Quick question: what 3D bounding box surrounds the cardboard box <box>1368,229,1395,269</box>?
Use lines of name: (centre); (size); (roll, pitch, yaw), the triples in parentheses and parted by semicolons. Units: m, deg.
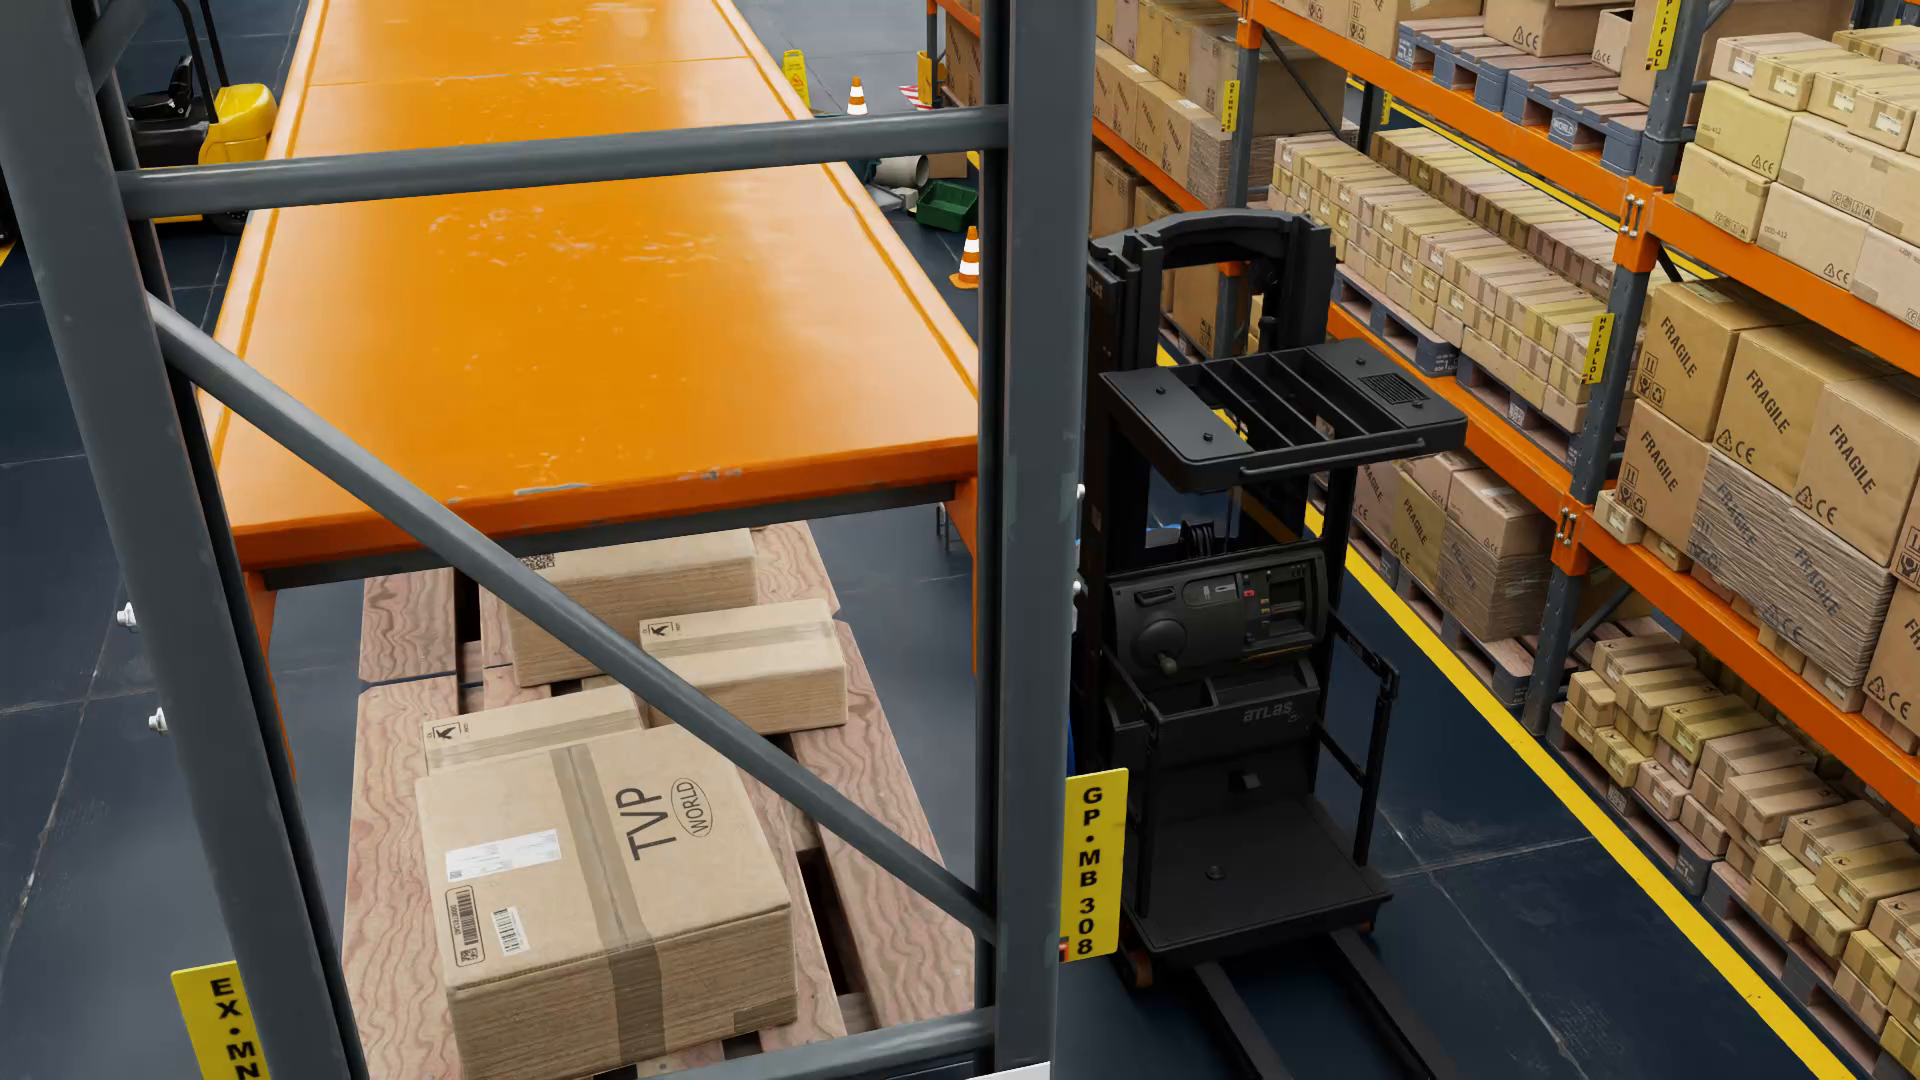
cardboard box: (2.538, -1.660, 9.390); (0.380, 0.149, 0.250); (-8, 31, -14)

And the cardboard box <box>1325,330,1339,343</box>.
cardboard box: (2.344, -1.155, 10.309); (0.500, 0.250, 0.500); (-8, 31, -14)

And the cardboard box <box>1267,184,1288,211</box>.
cardboard box: (2.184, -2.171, 10.568); (0.380, 0.149, 0.250); (-8, 31, -14)

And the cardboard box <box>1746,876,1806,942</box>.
cardboard box: (3.492, 1.483, 6.851); (0.380, 0.149, 0.250); (-9, 31, -15)

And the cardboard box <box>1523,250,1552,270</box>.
cardboard box: (3.307, -1.495, 9.104); (0.380, 0.149, 0.250); (-8, 31, -14)

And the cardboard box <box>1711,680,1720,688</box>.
cardboard box: (3.711, 0.625, 8.037); (0.380, 0.149, 0.250); (-7, 31, -12)

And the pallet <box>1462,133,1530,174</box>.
pallet: (5.795, -3.996, 16.674); (1.003, 0.211, 1.213); (-8, 31, -13)

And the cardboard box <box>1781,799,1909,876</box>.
cardboard box: (3.576, 1.214, 6.722); (0.380, 0.149, 0.250); (-9, 31, -15)

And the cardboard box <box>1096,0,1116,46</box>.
cardboard box: (1.474, -4.261, 13.251); (0.700, 0.500, 0.500); (-8, 31, -14)

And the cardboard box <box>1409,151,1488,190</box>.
cardboard box: (2.966, -2.247, 10.107); (0.380, 0.149, 0.250); (-7, 31, -12)

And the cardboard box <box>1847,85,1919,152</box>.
cardboard box: (3.351, -1.477, 5.797); (0.380, 0.149, 0.250); (-9, 31, -15)

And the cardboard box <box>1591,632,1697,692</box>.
cardboard box: (3.213, 0.580, 7.818); (0.380, 0.149, 0.250); (-7, 31, -11)

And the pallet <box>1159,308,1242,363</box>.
pallet: (2.123, -1.524, 12.404); (1.003, 0.211, 1.213); (-8, 31, -13)

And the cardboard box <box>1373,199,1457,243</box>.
cardboard box: (2.546, -1.787, 9.313); (0.380, 0.149, 0.250); (-7, 31, -12)

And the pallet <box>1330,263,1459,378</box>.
pallet: (2.825, -1.307, 9.436); (1.003, 0.211, 1.213); (-8, 31, -13)

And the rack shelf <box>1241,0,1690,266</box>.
rack shelf: (2.791, -2.361, 8.790); (1.077, 0.370, 4.000); (-8, 31, -13)

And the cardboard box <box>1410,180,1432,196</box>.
cardboard box: (2.975, -2.109, 10.165); (0.380, 0.149, 0.250); (-7, 31, -12)

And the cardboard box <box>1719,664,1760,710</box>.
cardboard box: (3.773, 0.641, 7.711); (0.380, 0.149, 0.250); (-7, 31, -13)

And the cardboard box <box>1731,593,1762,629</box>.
cardboard box: (3.409, 0.249, 6.807); (0.380, 0.149, 0.250); (-9, 31, -15)

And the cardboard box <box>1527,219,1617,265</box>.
cardboard box: (3.316, -1.615, 9.014); (0.380, 0.149, 0.250); (-7, 31, -11)

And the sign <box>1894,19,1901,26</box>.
sign: (3.843, -2.006, 6.943); (0.100, 0.325, 0.005); (-8, 31, -13)

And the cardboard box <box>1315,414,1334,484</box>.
cardboard box: (2.479, -0.575, 10.057); (0.500, 0.500, 0.500); (-9, 31, -15)

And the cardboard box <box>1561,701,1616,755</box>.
cardboard box: (3.108, 0.862, 7.924); (0.380, 0.149, 0.250); (-9, 31, -15)

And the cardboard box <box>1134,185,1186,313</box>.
cardboard box: (1.949, -2.276, 12.746); (1.050, 0.750, 0.750); (-7, 31, -13)

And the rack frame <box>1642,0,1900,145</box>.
rack frame: (3.321, -3.005, 6.190); (1.000, 3.000, 0.127); (-8, 31, -13)

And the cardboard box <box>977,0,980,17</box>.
cardboard box: (0.654, -5.296, 15.986); (0.875, 0.550, 0.500); (-8, 31, -13)

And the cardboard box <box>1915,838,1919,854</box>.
cardboard box: (4.044, 1.278, 6.612); (0.380, 0.149, 0.250); (-8, 31, -13)

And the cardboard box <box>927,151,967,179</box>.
cardboard box: (-0.203, -3.805, 16.053); (0.500, 0.500, 0.500); (-3, 30, -5)

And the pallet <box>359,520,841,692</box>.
pallet: (-0.897, 0.023, 4.041); (1.003, 0.211, 1.213); (-8, 31, -13)

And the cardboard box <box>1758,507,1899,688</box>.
cardboard box: (3.447, 0.178, 6.282); (0.500, 0.500, 0.500); (-9, 31, -14)

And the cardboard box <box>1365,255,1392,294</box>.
cardboard box: (2.538, -1.530, 9.463); (0.380, 0.149, 0.250); (-7, 31, -13)

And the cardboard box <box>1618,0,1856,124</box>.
cardboard box: (3.327, -2.129, 7.152); (0.700, 0.500, 0.500); (-8, 31, -13)

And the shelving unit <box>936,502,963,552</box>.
shelving unit: (0.002, -0.386, 9.749); (0.258, 0.900, 0.210); (-8, 31, -13)

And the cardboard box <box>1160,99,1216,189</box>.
cardboard box: (1.750, -2.807, 11.736); (0.500, 0.500, 0.500); (-8, 31, -13)

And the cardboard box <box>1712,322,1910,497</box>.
cardboard box: (3.358, -0.515, 6.481); (0.500, 0.500, 0.500); (-9, 31, -15)

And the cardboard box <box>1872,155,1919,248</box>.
cardboard box: (3.466, -1.108, 5.557); (0.500, 0.250, 0.500); (-7, 31, -12)

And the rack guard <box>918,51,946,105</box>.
rack guard: (0.130, -5.134, 18.352); (1.175, 0.500, 0.348); (-8, 31, -13)

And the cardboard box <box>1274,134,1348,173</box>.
cardboard box: (2.197, -2.420, 10.405); (0.380, 0.149, 0.250); (-8, 31, -13)

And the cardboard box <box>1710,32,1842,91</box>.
cardboard box: (3.165, -1.858, 6.455); (0.380, 0.149, 0.250); (-8, 31, -14)

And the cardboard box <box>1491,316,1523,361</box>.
cardboard box: (2.891, -1.024, 8.290); (0.380, 0.149, 0.250); (-7, 31, -11)

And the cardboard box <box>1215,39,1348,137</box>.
cardboard box: (2.150, -3.035, 11.132); (0.700, 0.500, 0.500); (-8, 31, -14)

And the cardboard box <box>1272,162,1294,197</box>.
cardboard box: (2.194, -2.282, 10.464); (0.380, 0.149, 0.250); (-6, 31, -11)

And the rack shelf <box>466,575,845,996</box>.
rack shelf: (-0.893, 0.277, 4.231); (1.077, 0.370, 4.000); (-8, 31, -13)

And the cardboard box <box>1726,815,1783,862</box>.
cardboard box: (3.481, 1.222, 7.005); (0.380, 0.149, 0.250); (-6, 31, -11)

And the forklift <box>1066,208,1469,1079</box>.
forklift: (1.112, 0.340, 6.468); (1.130, 2.935, 3.031); (-9, 31, -16)

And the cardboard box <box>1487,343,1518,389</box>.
cardboard box: (2.891, -0.893, 8.361); (0.380, 0.149, 0.250); (-8, 31, -13)

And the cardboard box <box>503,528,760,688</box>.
cardboard box: (-0.712, 0.016, 3.535); (0.500, 0.311, 0.500); (-7, 31, -12)

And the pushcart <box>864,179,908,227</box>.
pushcart: (-1.363, -2.758, 14.369); (1.648, 0.377, 0.936); (-20, 35, -30)

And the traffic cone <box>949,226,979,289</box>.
traffic cone: (0.098, -2.326, 13.538); (0.336, 0.463, 0.334); (-8, 31, -13)

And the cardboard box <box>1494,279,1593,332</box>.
cardboard box: (2.888, -1.162, 8.232); (0.380, 0.149, 0.250); (-9, 31, -15)
